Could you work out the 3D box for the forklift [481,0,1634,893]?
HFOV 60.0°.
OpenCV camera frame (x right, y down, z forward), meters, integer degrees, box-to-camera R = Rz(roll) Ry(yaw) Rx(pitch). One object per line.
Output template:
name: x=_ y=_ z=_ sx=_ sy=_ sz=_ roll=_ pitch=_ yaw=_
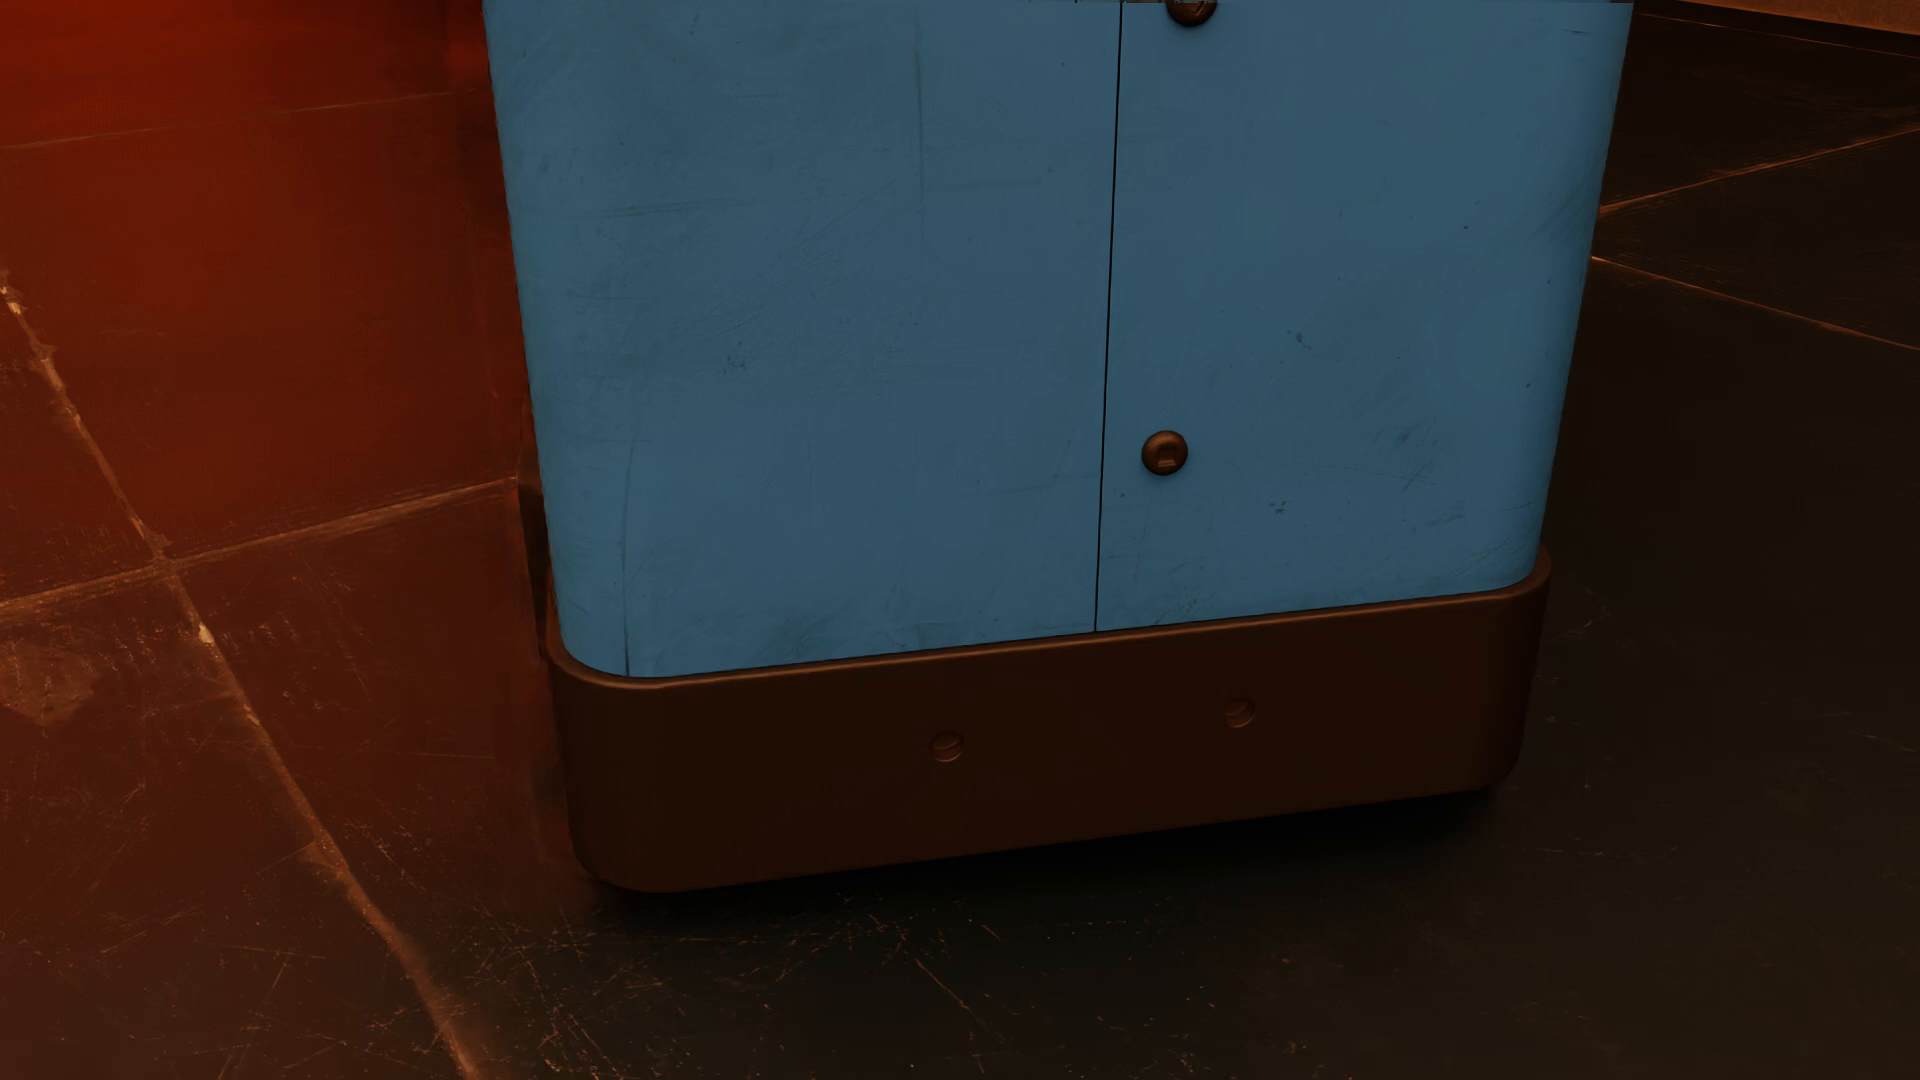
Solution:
forklift: x=-0.172 y=-1.600 z=2.420 sx=1.130 sy=2.935 sz=3.031 roll=-5 pitch=27 yaw=-10
